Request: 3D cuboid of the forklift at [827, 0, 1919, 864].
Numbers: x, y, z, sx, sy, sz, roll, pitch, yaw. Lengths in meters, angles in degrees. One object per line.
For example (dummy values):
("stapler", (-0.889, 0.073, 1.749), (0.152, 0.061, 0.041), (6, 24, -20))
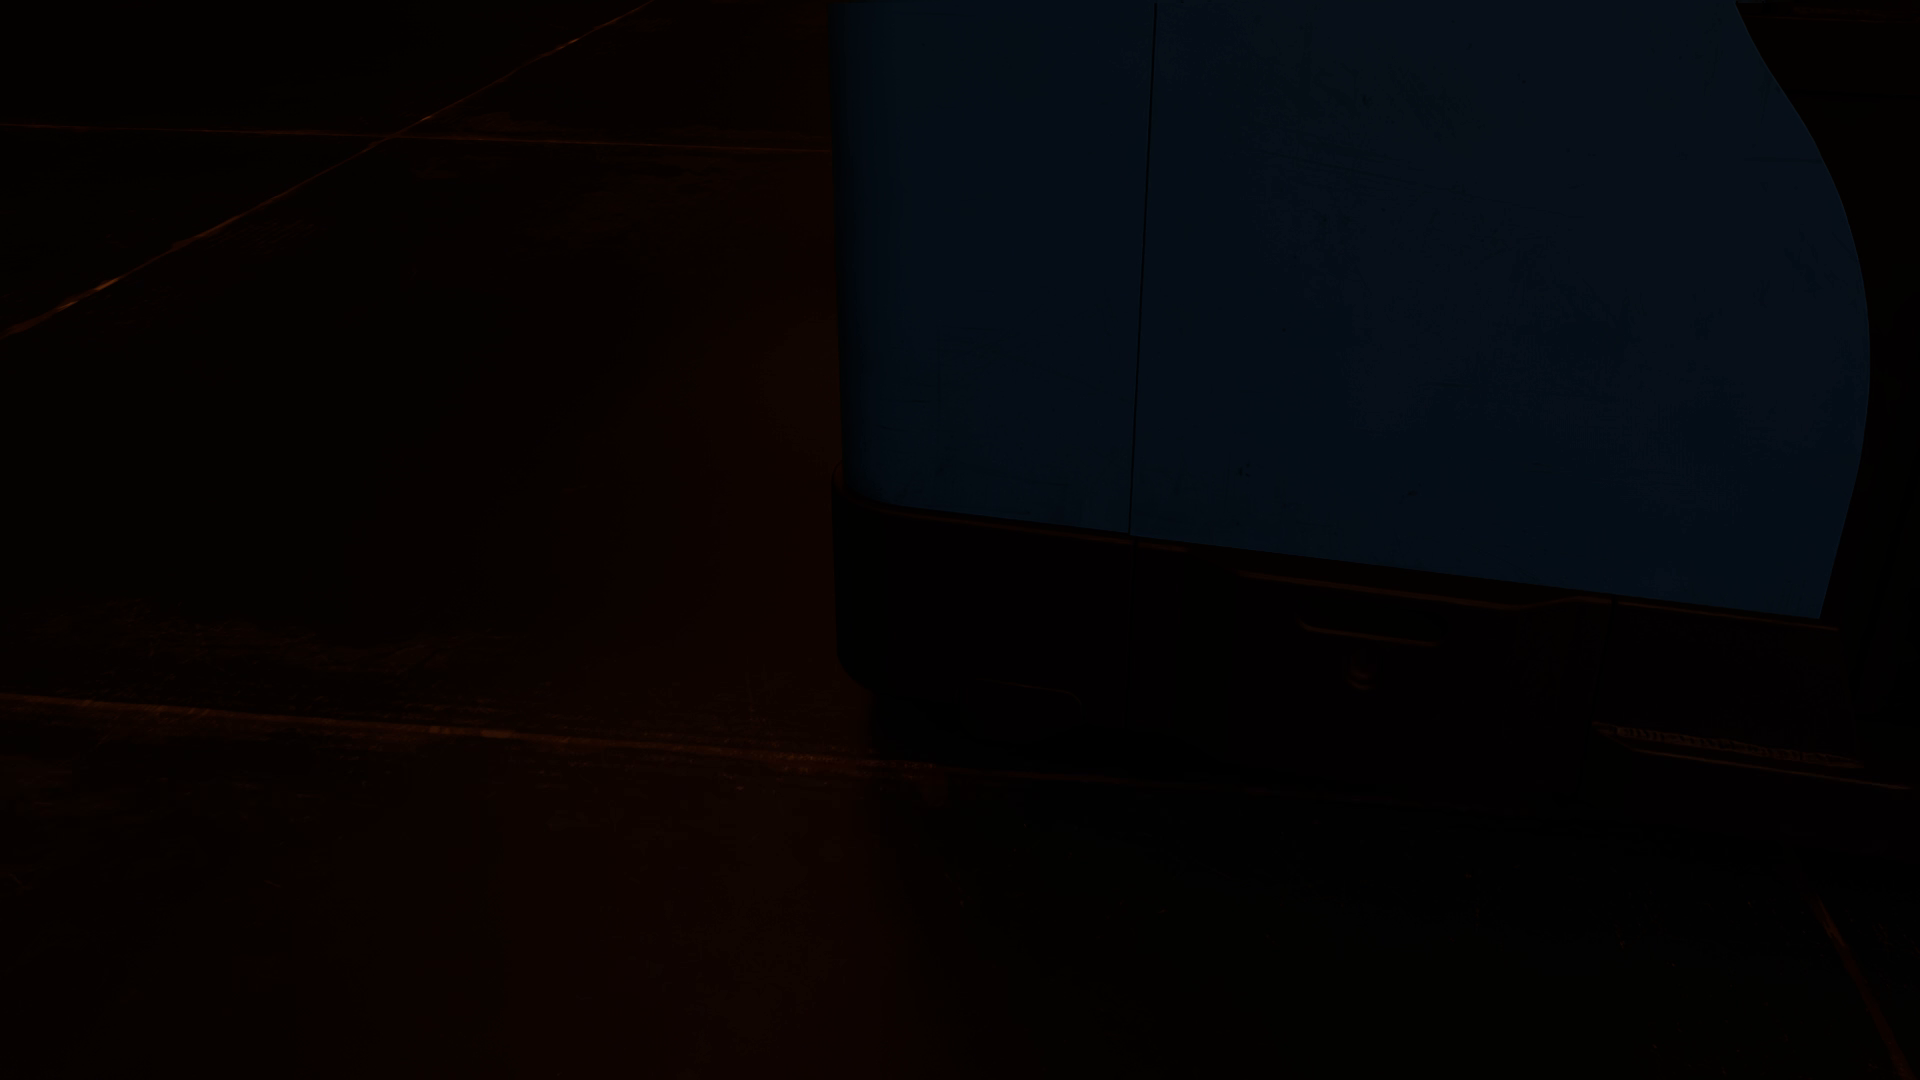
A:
("forklift", (1.424, -1.119, 1.459), (3.031, 2.935, 1.130), (7, 27, 14))
